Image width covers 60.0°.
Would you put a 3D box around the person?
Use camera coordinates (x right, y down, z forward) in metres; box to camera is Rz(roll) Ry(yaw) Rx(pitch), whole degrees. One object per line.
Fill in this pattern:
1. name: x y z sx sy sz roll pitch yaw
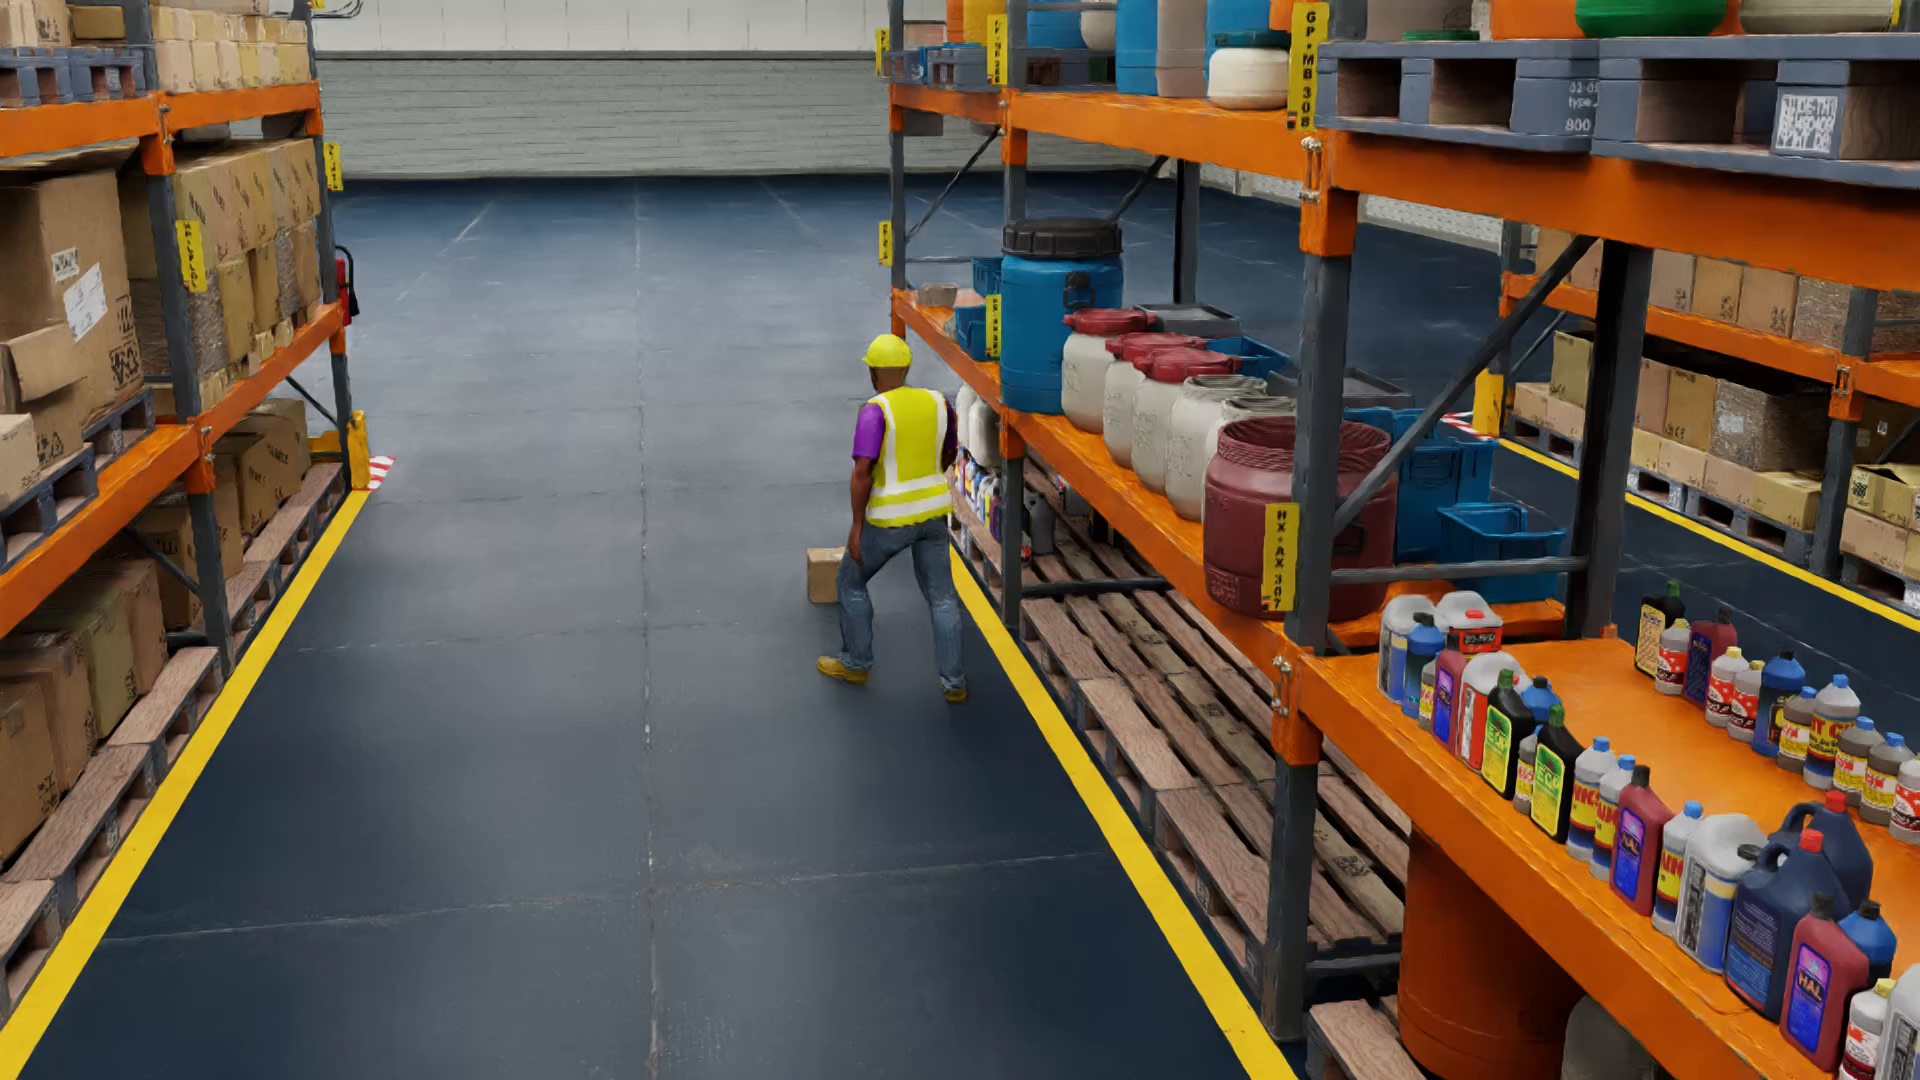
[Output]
1. person: -0.278 -0.114 7.928 0.696 1.716 0.736 -10 19 -31
